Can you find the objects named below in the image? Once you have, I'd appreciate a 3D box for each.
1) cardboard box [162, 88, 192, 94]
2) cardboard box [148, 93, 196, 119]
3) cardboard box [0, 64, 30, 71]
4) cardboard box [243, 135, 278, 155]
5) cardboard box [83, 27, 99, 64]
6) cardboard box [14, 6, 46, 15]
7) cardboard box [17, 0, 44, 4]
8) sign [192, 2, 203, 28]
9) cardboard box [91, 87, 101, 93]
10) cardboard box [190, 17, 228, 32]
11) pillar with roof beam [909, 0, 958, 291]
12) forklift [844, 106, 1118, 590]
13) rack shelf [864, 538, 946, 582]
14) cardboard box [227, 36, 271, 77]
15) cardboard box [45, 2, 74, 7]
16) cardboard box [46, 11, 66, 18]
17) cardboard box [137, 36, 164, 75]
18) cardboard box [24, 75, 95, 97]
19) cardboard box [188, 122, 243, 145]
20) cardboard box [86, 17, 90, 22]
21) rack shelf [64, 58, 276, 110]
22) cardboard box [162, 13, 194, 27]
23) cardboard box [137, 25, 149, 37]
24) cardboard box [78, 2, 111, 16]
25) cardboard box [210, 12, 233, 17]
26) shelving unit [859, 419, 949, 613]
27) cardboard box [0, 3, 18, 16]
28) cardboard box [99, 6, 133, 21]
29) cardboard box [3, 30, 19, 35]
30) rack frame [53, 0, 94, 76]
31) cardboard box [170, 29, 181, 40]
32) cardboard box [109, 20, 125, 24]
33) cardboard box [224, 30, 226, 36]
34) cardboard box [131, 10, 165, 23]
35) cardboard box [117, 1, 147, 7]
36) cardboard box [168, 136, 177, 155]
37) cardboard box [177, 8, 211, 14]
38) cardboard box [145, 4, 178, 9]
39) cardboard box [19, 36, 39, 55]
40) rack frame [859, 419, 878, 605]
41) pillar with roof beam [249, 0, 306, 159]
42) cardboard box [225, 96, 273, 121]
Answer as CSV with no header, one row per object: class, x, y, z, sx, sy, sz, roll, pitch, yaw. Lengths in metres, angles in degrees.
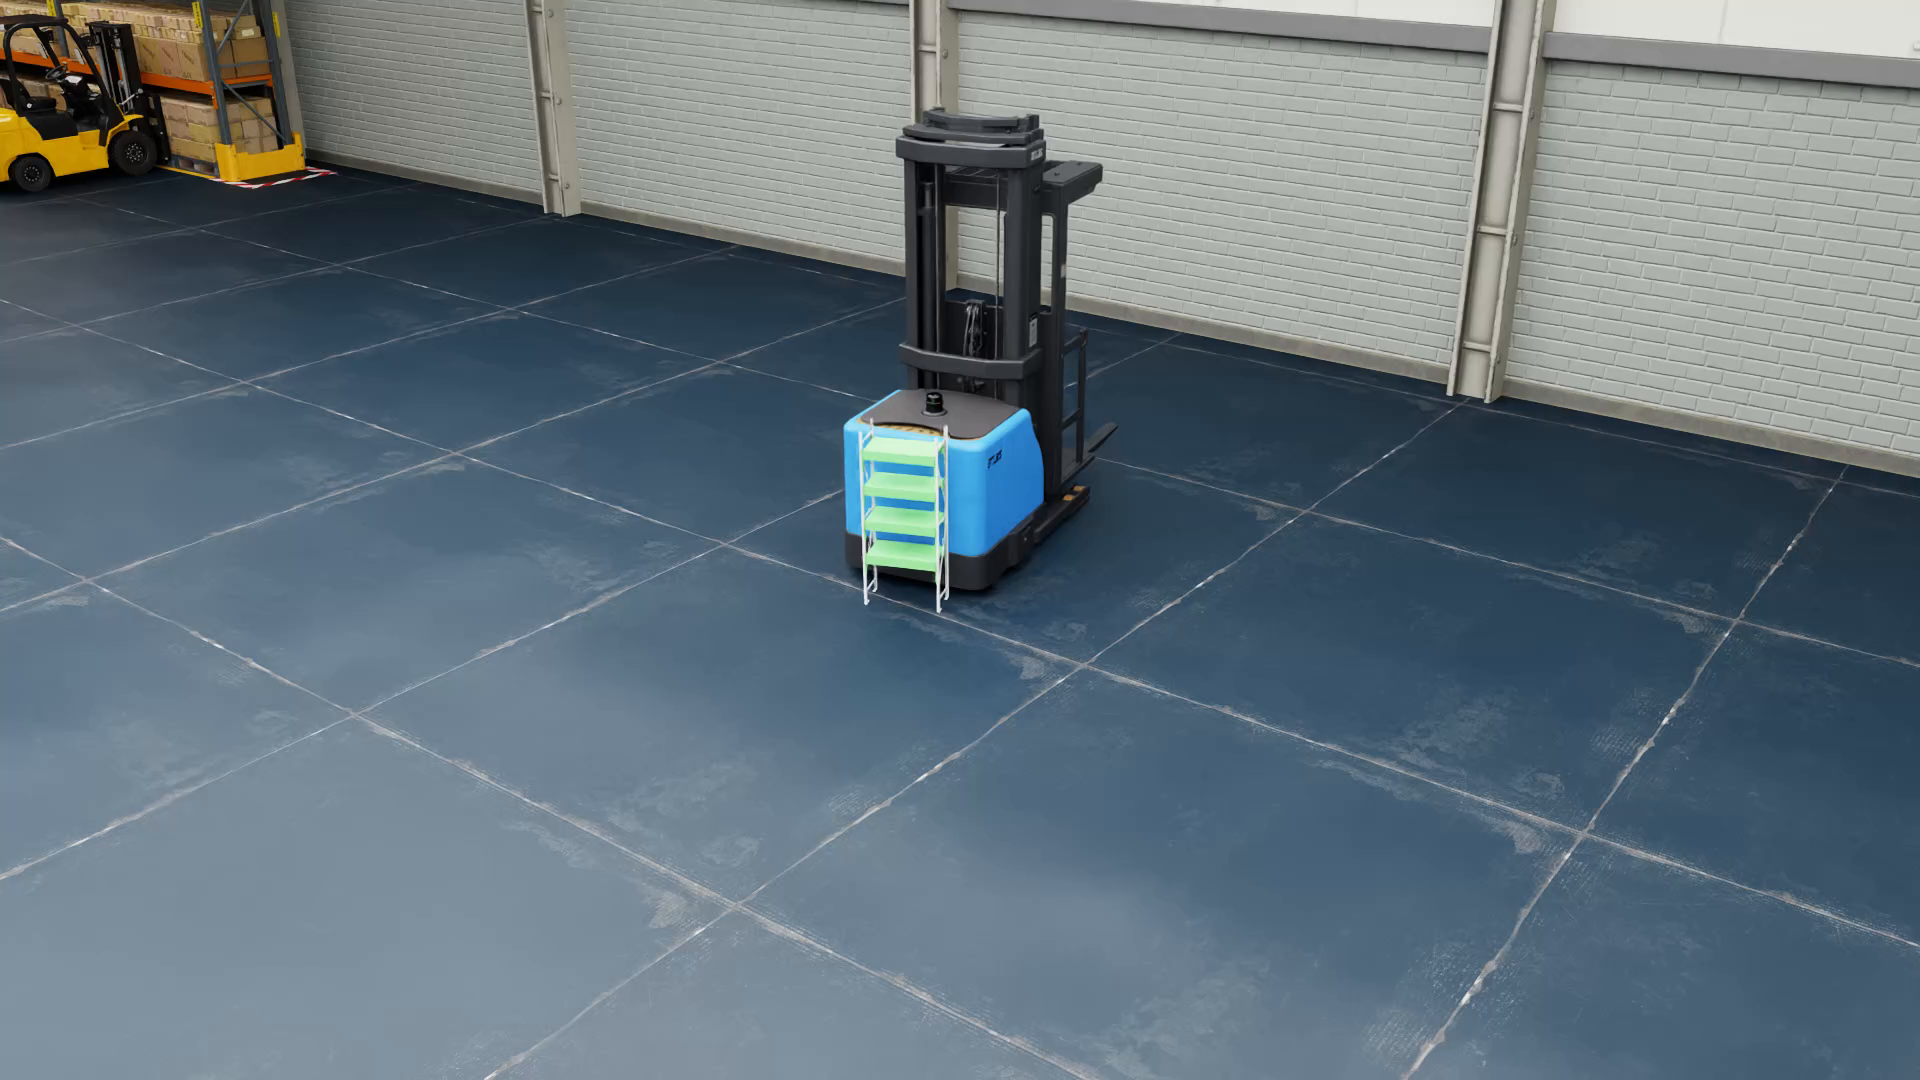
cardboard box,-11.323,-6.489,24.406,0.500,0.250,0.500,16,28,32
cardboard box,-11.228,-6.192,23.733,0.500,0.250,0.500,17,29,34
cardboard box,-15.761,-7.435,27.328,0.625,0.625,0.875,18,29,35
cardboard box,-10.126,-5.666,23.778,0.500,0.250,0.500,17,29,34
cardboard box,-12.426,-7.251,24.362,0.500,0.500,0.500,17,29,34
cardboard box,-14.130,-8.024,25.313,0.250,0.149,0.380,16,28,32
cardboard box,-14.630,-8.449,26.276,0.250,0.149,0.380,18,29,35
sign,-10.187,-7.016,22.224,0.005,0.325,0.100,17,29,33
cardboard box,-12.449,-6.563,24.576,0.500,0.250,0.500,17,29,33
cardboard box,-10.264,-7.047,22.727,0.250,0.149,0.380,17,29,33
pillar with roof beam,-2.847,-5.464,12.989,0.400,9.000,9.100,17,29,33
forklift,0.313,-1.575,11.689,1.130,2.935,3.031,11,26,23
rack shelf,-0.348,0.128,10.718,0.480,0.148,0.258,6,26,14
cardboard box,-10.081,-6.805,23.350,0.500,0.500,0.500,18,29,35
cardboard box,-13.987,-8.280,25.893,0.250,0.149,0.380,17,29,33
cardboard box,-13.458,-7.871,24.965,0.250,0.149,0.380,18,29,35
cardboard box,-11.222,-6.882,23.526,0.500,0.500,0.500,16,29,32
cardboard box,-14.092,-6.935,26.195,0.625,0.625,0.875,16,29,33
cardboard box,-10.428,-5.729,23.303,0.500,0.250,0.500,16,29,33
cardboard box,-12.521,-7.582,24.309,0.250,0.149,0.380,17,29,33
rack shelf,-11.451,-6.704,24.138,4.000,0.370,1.077,17,29,33
cardboard box,-10.860,-7.236,23.154,0.250,0.149,0.380,17,29,34
cardboard box,-11.337,-7.188,23.416,0.250,0.149,0.380,17,29,34
cardboard box,-12.700,-7.795,24.423,0.250,0.149,0.380,17,29,34
cardboard box,-10.400,-7.312,23.328,0.250,0.149,0.380,17,29,34
shelving unit,-0.350,-0.148,10.590,0.503,1.200,0.258,6,26,14
cardboard box,-14.757,-8.209,25.733,0.250,0.149,0.380,16,28,32
cardboard box,-12.133,-7.581,23.938,0.250,0.149,0.380,16,29,32
cardboard box,-14.419,-7.961,25.664,0.500,0.250,0.500,17,29,34
rack frame,-13.051,-7.517,25.091,0.127,3.000,1.000,17,29,33
cardboard box,-10.689,-7.021,23.035,0.250,0.149,0.380,17,29,34
cardboard box,-11.947,-7.379,23.849,0.250,0.149,0.380,16,28,32
cardboard box,-10.202,-7.097,23.209,0.250,0.149,0.380,17,29,33
cardboard box,-11.495,-7.416,23.564,0.250,0.149,0.380,17,29,34
cardboard box,-12.219,-7.882,24.622,0.250,0.149,0.380,17,29,33
cardboard box,-11.203,-5.743,23.953,0.500,0.250,0.500,17,29,34
cardboard box,-10.966,-7.528,23.817,0.250,0.149,0.380,16,28,32
cardboard box,-11.609,-7.696,24.199,0.250,0.149,0.380,16,29,33
cardboard box,-14.017,-7.606,25.478,0.500,0.250,0.500,17,29,33
rack frame,-0.586,-0.173,10.647,0.015,1.200,0.240,6,26,14
pillar with roof beam,-12.449,-8.365,19.576,0.400,9.000,9.100,17,29,33
cardboard box,-10.122,-6.119,23.566,0.500,0.250,0.500,16,29,33
